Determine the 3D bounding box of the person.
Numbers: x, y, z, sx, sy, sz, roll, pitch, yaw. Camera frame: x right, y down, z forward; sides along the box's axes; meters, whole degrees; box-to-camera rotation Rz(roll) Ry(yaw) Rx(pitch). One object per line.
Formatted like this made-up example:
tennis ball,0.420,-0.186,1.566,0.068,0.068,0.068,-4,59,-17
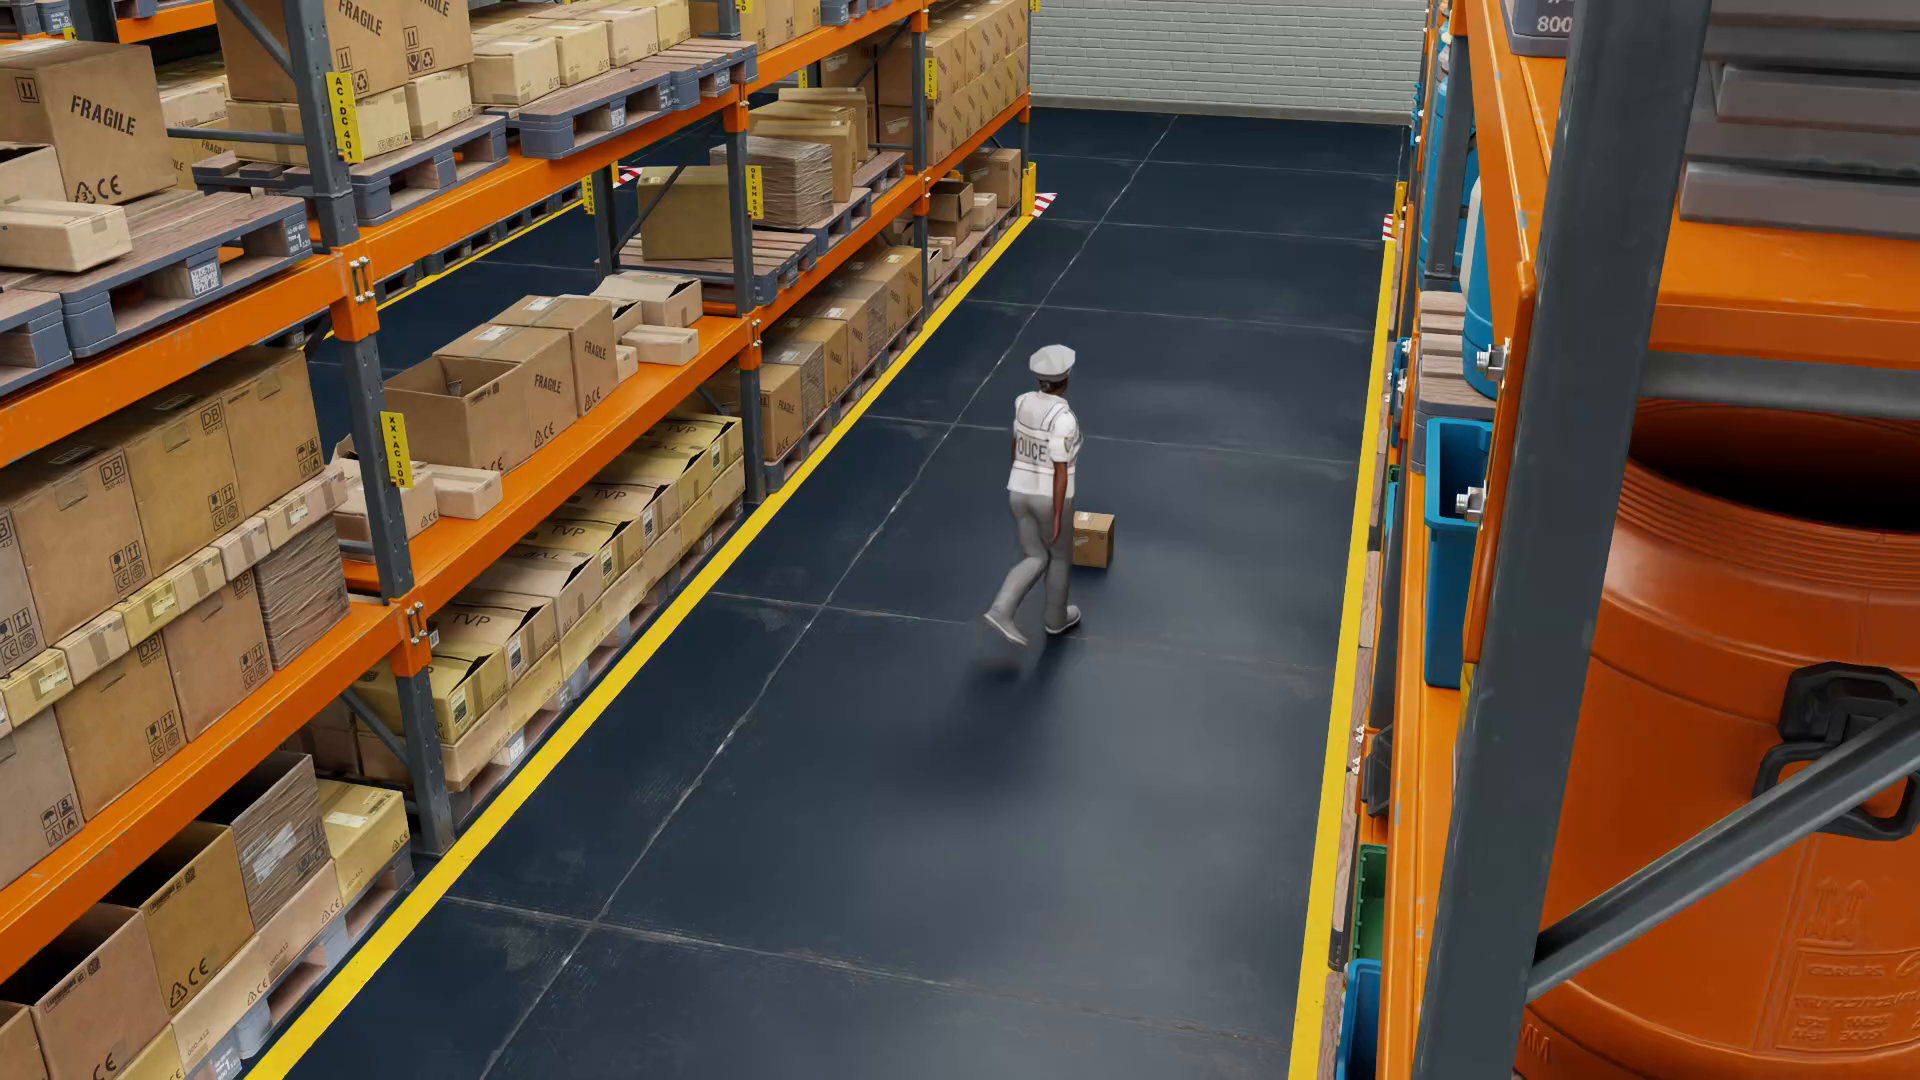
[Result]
person,0.393,-0.217,9.051,0.718,1.644,0.509,-22,33,-38
